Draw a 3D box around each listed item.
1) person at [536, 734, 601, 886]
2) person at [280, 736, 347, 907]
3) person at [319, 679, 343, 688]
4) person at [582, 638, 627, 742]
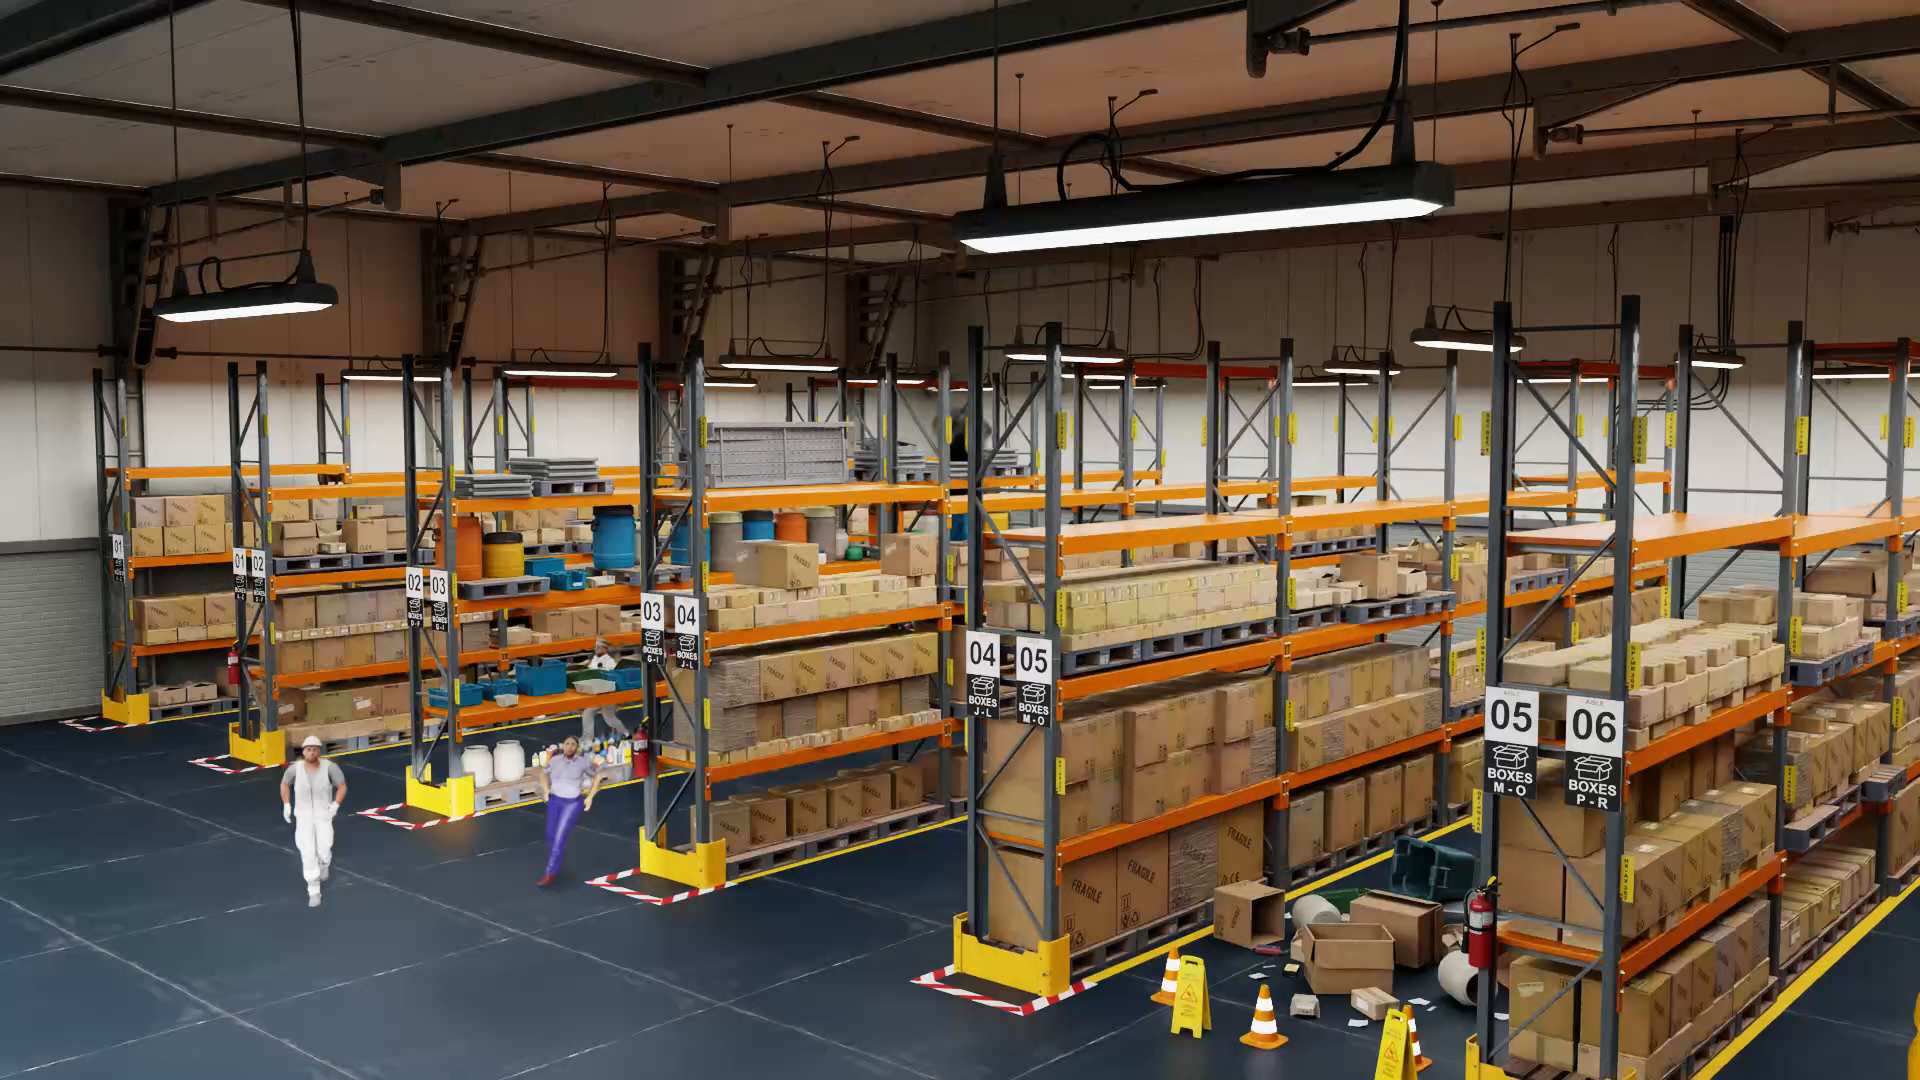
[{"bbox_3d":[-4.417,2.984,18.659,0.684,1.612,0.905,1,4,9],"label":"person"},{"bbox_3d":[-6.960,2.990,17.923,0.675,1.807,0.863,-1,4,-18],"label":"person"},{"bbox_3d":[-10.368,2.258,27.632,0.670,1.815,0.834,3,5,39],"label":"person"},{"bbox_3d":[-5.489,2.390,25.492,0.651,1.812,0.916,3,5,38],"label":"person"}]
